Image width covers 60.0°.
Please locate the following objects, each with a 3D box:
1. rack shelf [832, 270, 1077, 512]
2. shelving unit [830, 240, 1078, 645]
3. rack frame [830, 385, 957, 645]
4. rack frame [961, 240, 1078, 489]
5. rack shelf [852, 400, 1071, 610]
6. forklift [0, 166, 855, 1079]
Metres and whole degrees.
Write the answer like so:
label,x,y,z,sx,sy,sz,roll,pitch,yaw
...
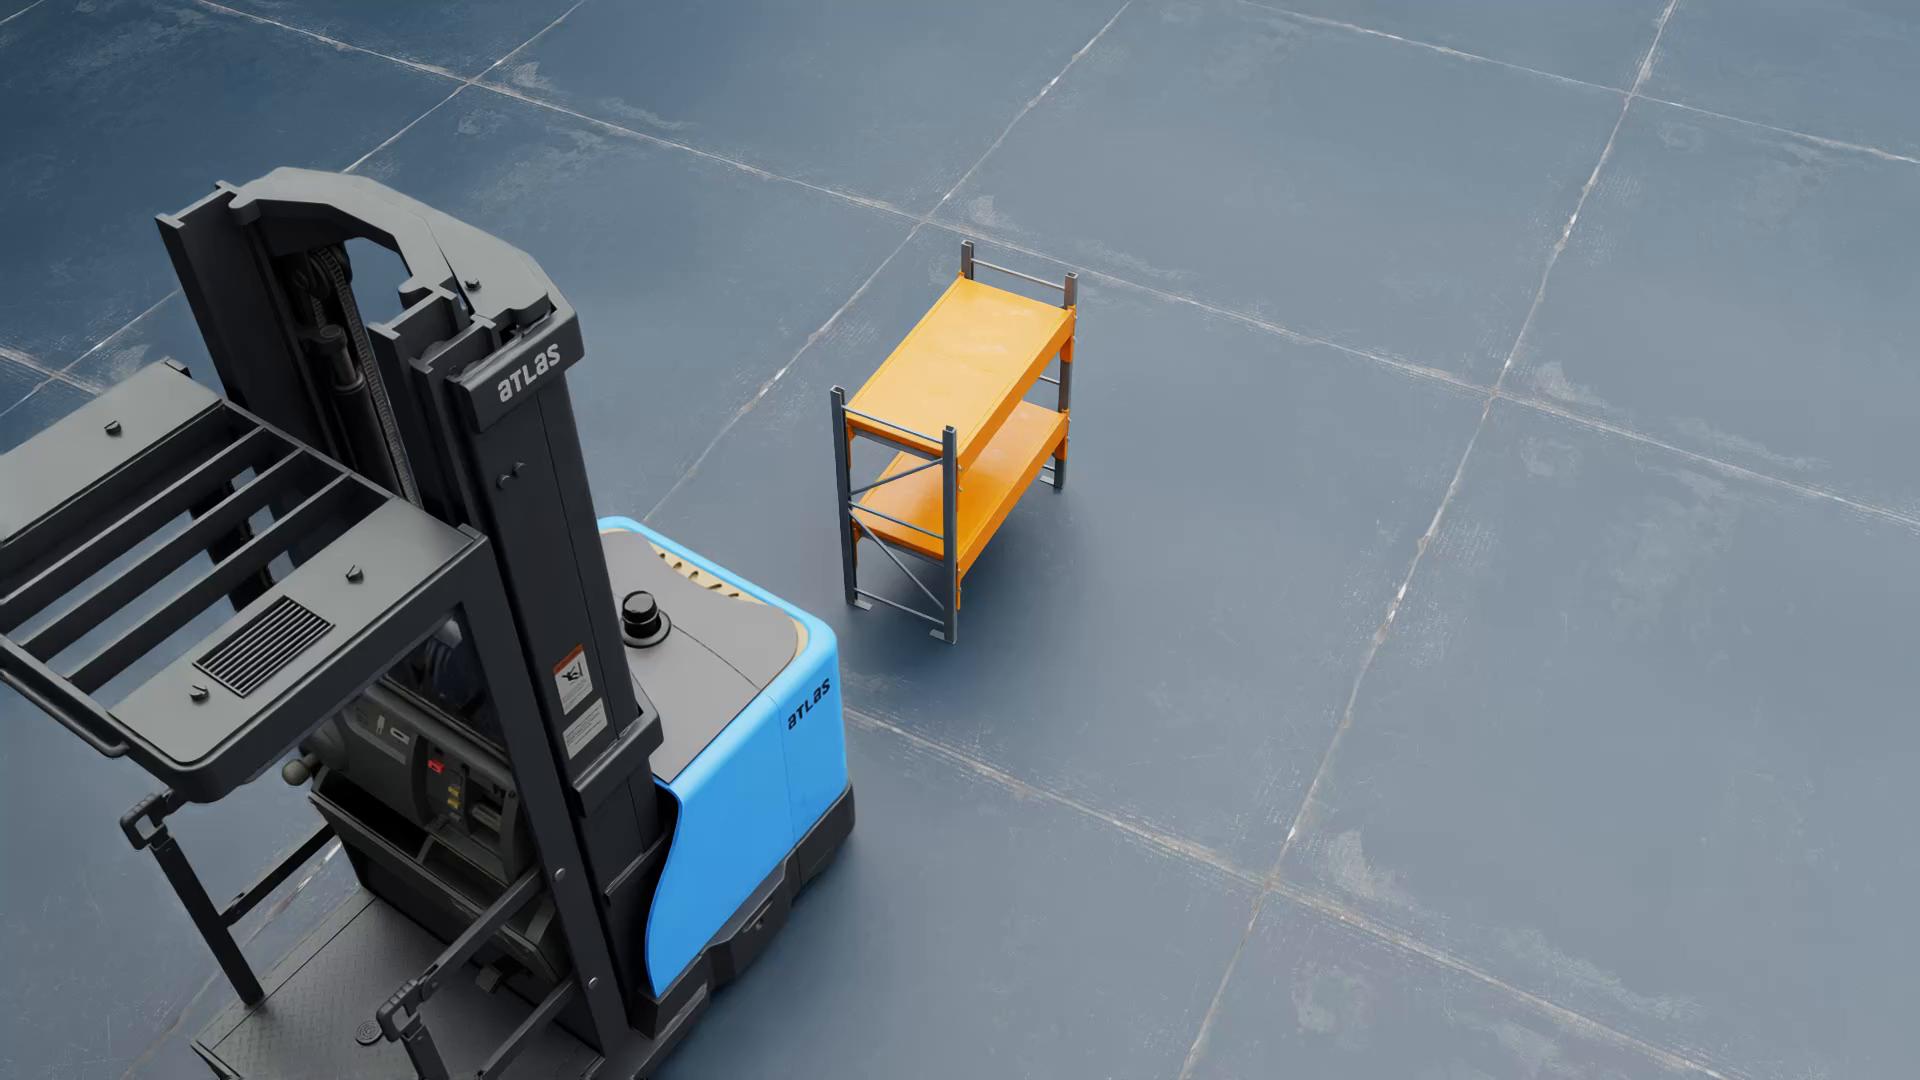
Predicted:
label,x,y,z,sx,sy,sz,roll,pitch,yaw
rack shelf,-0.003,-0.597,6.417,0.538,0.278,1.000,20,49,19
shelving unit,-0.003,-0.391,6.626,0.538,1.125,1.048,20,49,19
rack frame,-0.239,-0.071,6.309,0.500,1.125,0.032,20,49,19
rack frame,0.233,-0.711,6.942,0.500,1.125,0.032,20,49,19
rack shelf,-0.003,-0.219,6.800,0.538,0.278,1.000,20,49,19
forklift,-1.623,0.677,4.300,1.130,2.935,3.031,26,51,23
